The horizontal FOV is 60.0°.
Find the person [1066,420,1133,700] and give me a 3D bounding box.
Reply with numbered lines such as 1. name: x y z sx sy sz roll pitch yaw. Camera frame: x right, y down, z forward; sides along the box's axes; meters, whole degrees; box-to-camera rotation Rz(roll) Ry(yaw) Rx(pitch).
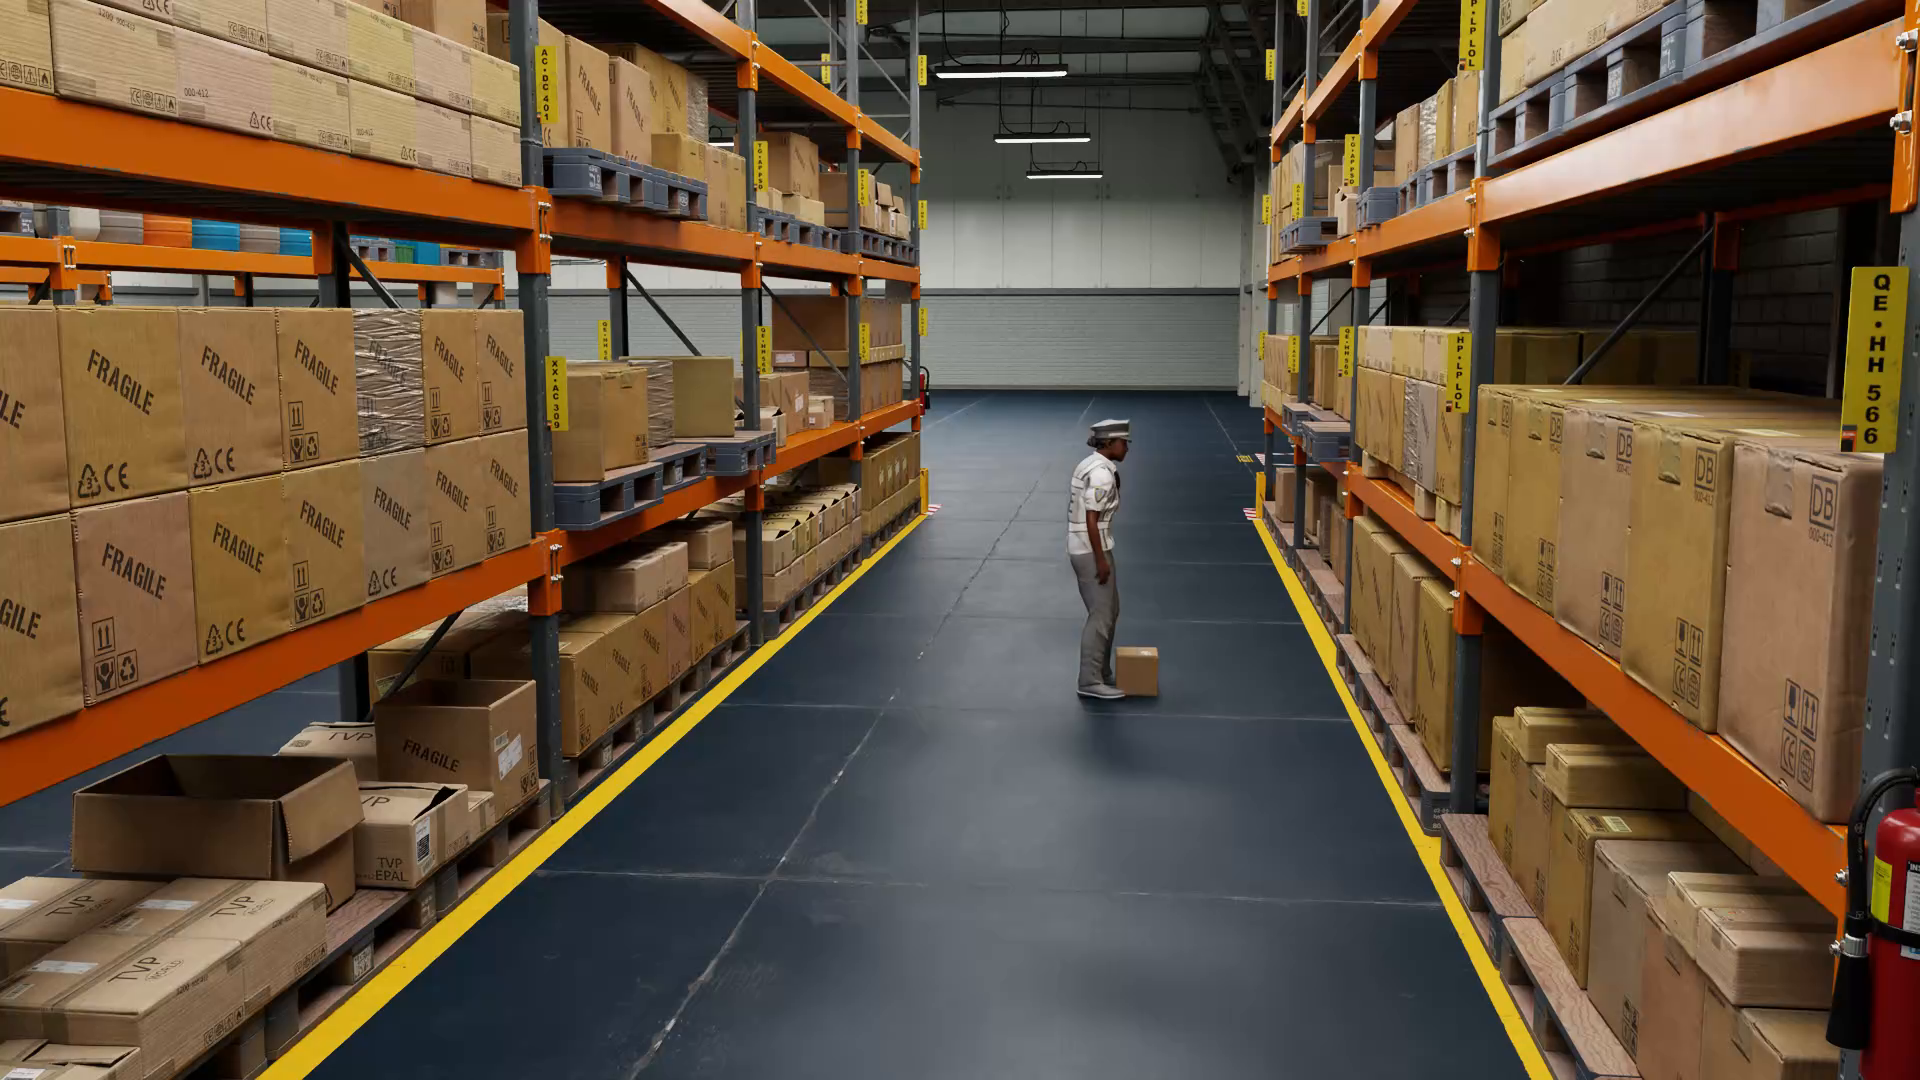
1. person: 0.853 0.103 10.052 0.427 1.655 0.517 0 8 4
